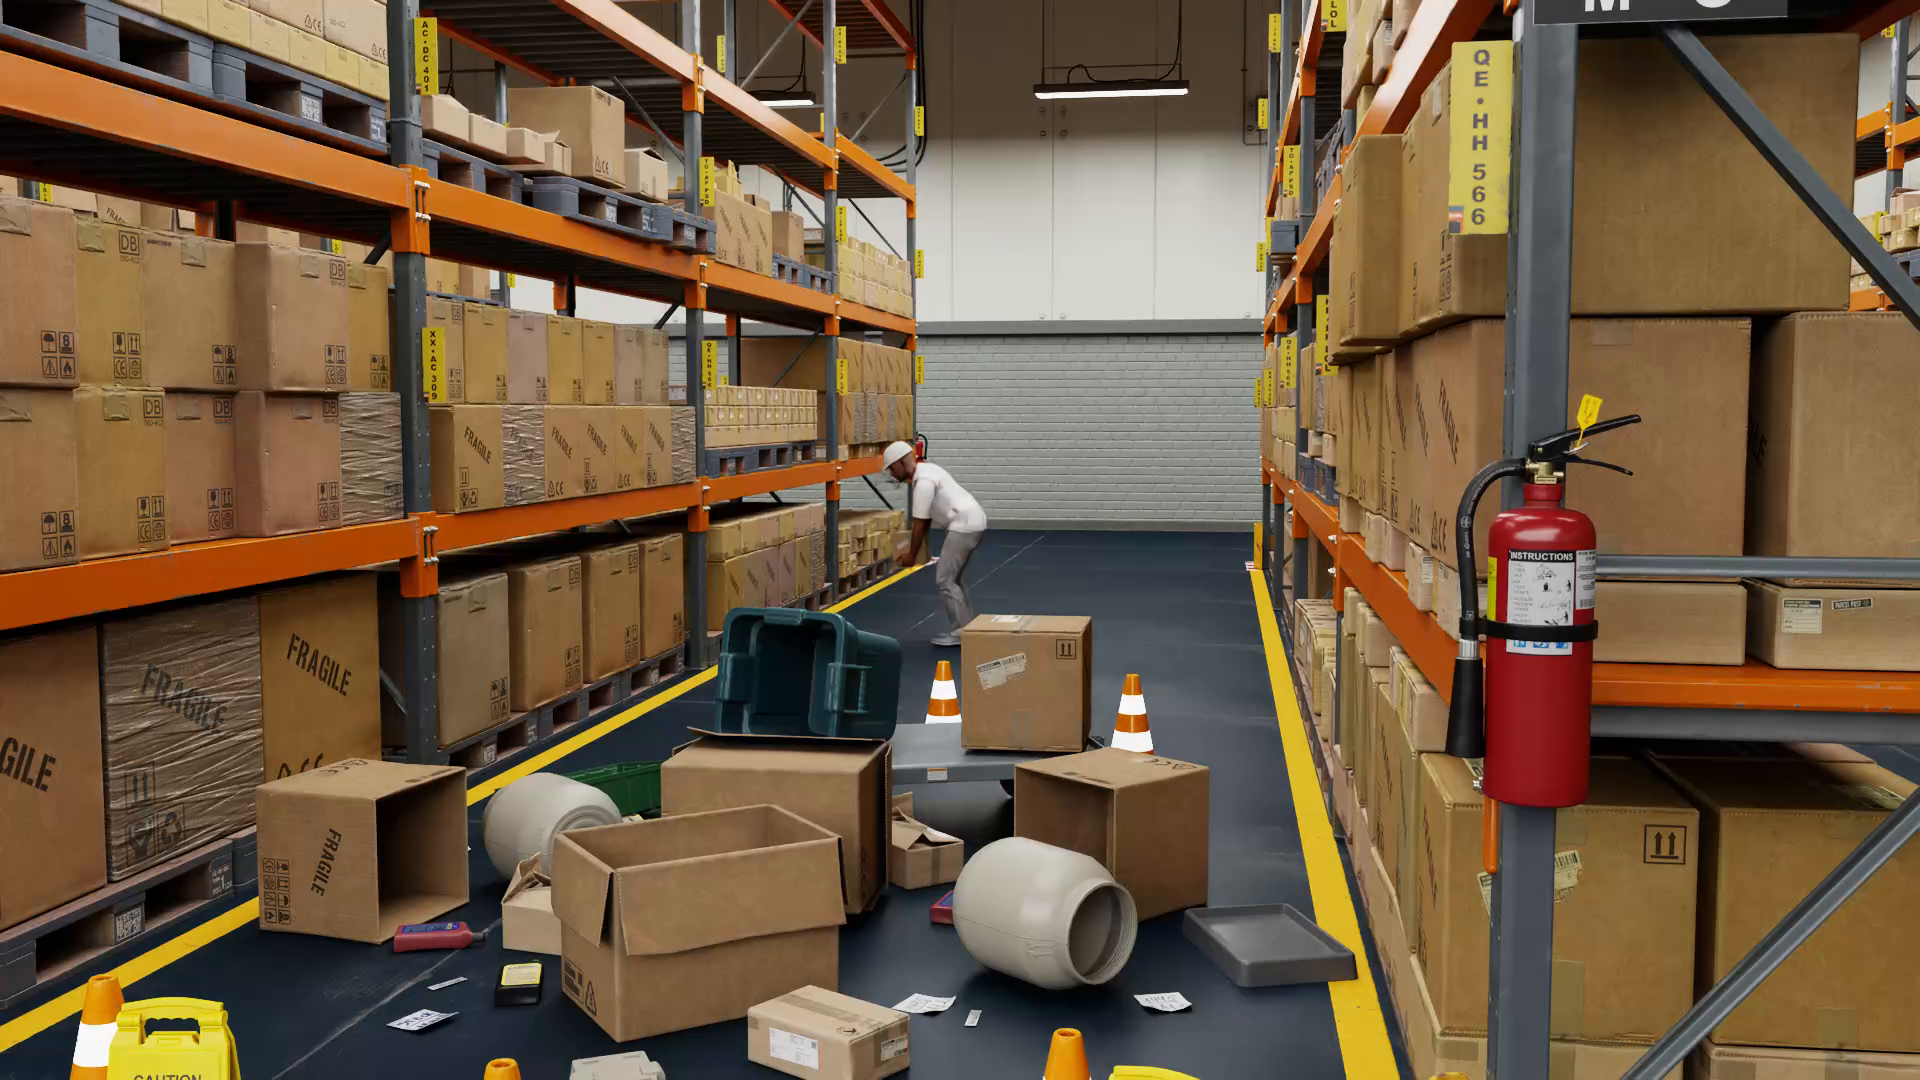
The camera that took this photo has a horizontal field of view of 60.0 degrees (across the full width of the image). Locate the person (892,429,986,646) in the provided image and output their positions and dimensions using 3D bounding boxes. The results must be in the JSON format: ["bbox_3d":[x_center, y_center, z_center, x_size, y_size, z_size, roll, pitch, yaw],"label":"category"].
[{"bbox_3d":[-0.161,-0.022,12.637,0.719,1.632,0.490,1,4,7],"label":"person"}]
